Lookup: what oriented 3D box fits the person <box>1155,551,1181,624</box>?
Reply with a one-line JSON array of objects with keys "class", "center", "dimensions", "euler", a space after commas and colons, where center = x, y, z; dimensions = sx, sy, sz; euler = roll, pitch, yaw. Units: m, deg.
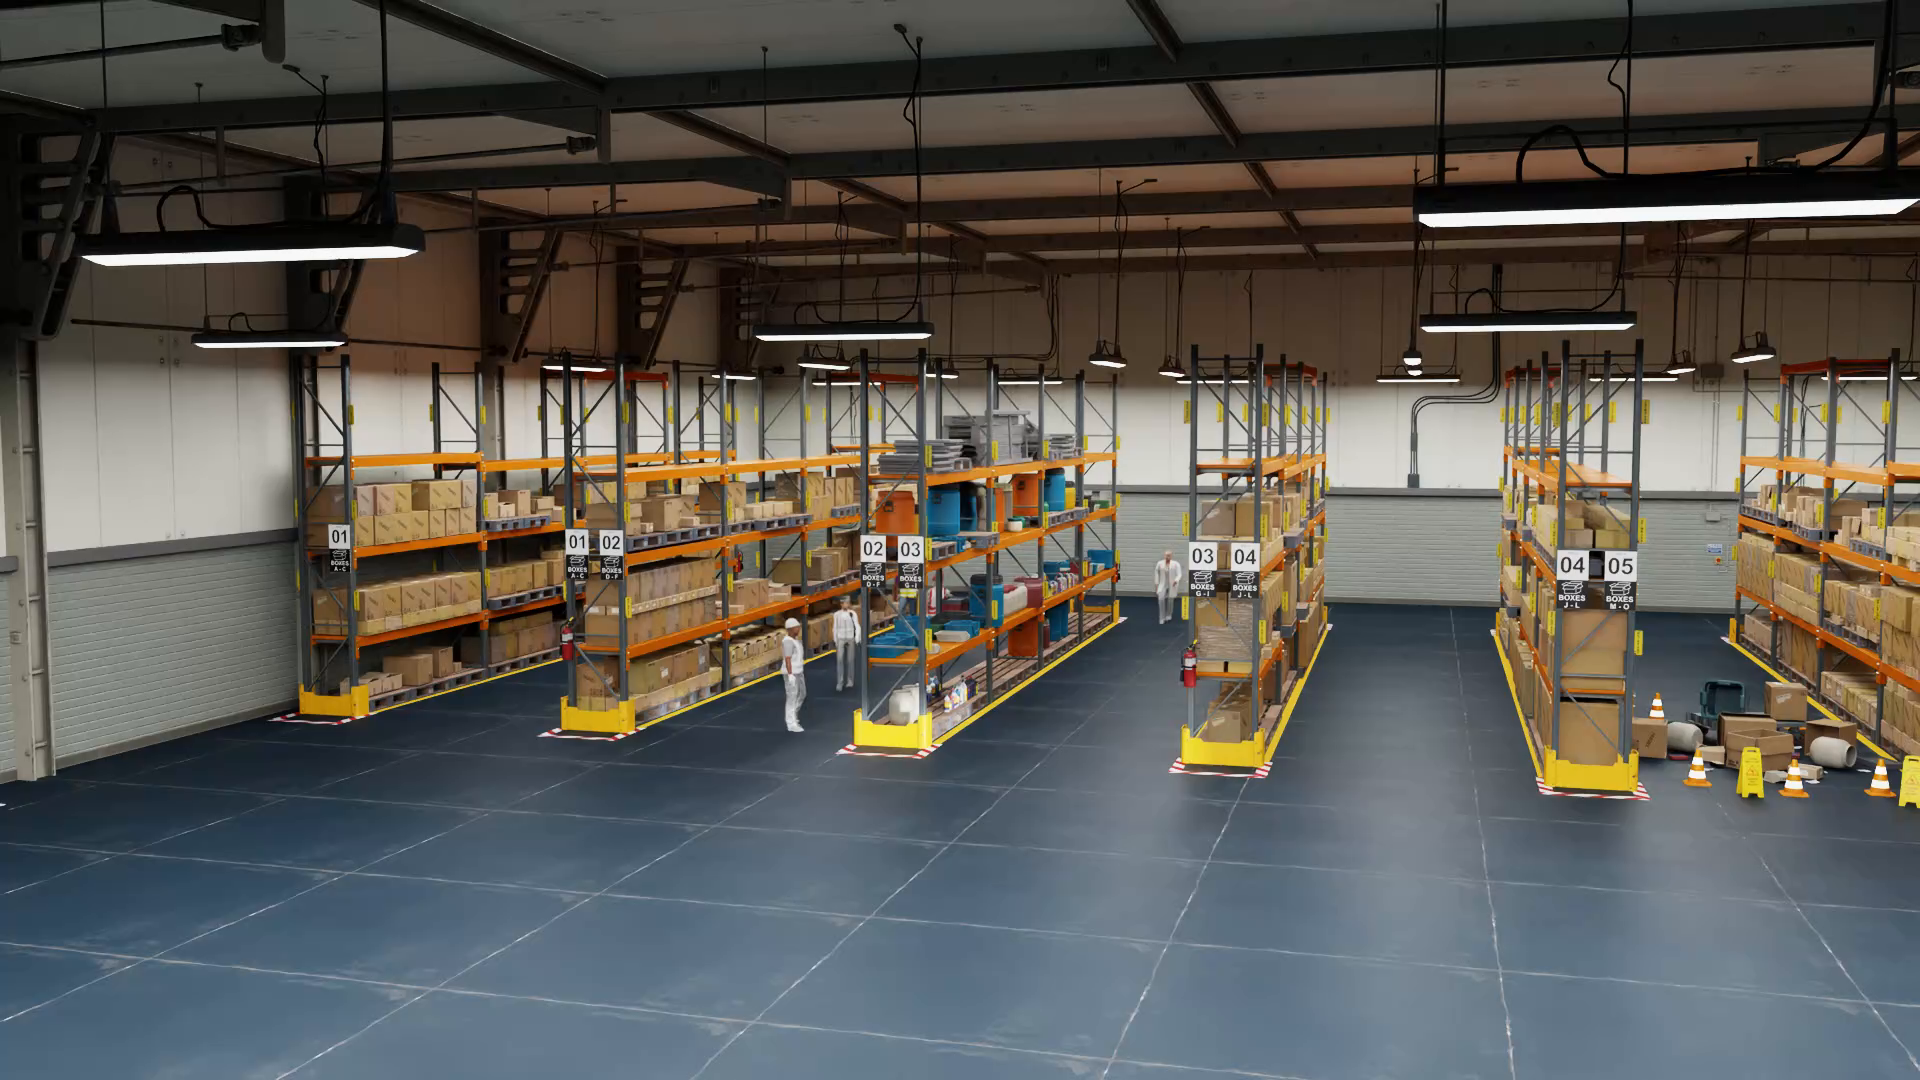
[{"class": "person", "center": [5.020, 1.162, 40.198], "dimensions": [0.667, 1.814, 0.935], "euler": [1, 4, 14]}]

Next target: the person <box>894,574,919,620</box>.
[{"class": "person", "center": [-1.203, 1.308, 37.929], "dimensions": [0.708, 1.747, 0.994], "euler": [1, 4, 15]}]

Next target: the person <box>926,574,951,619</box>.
[{"class": "person", "center": [-0.474, 1.560, 33.968], "dimensions": [0.585, 1.726, 0.996], "euler": [2, 5, 21]}]

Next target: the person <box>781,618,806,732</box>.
[{"class": "person", "center": [-2.638, 2.163, 26.455], "dimensions": [0.409, 1.856, 0.660], "euler": [1, 4, 11]}]

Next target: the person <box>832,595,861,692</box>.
[{"class": "person", "center": [-2.081, 1.875, 30.428], "dimensions": [0.521, 1.702, 0.700], "euler": [0, 4, -1]}]
